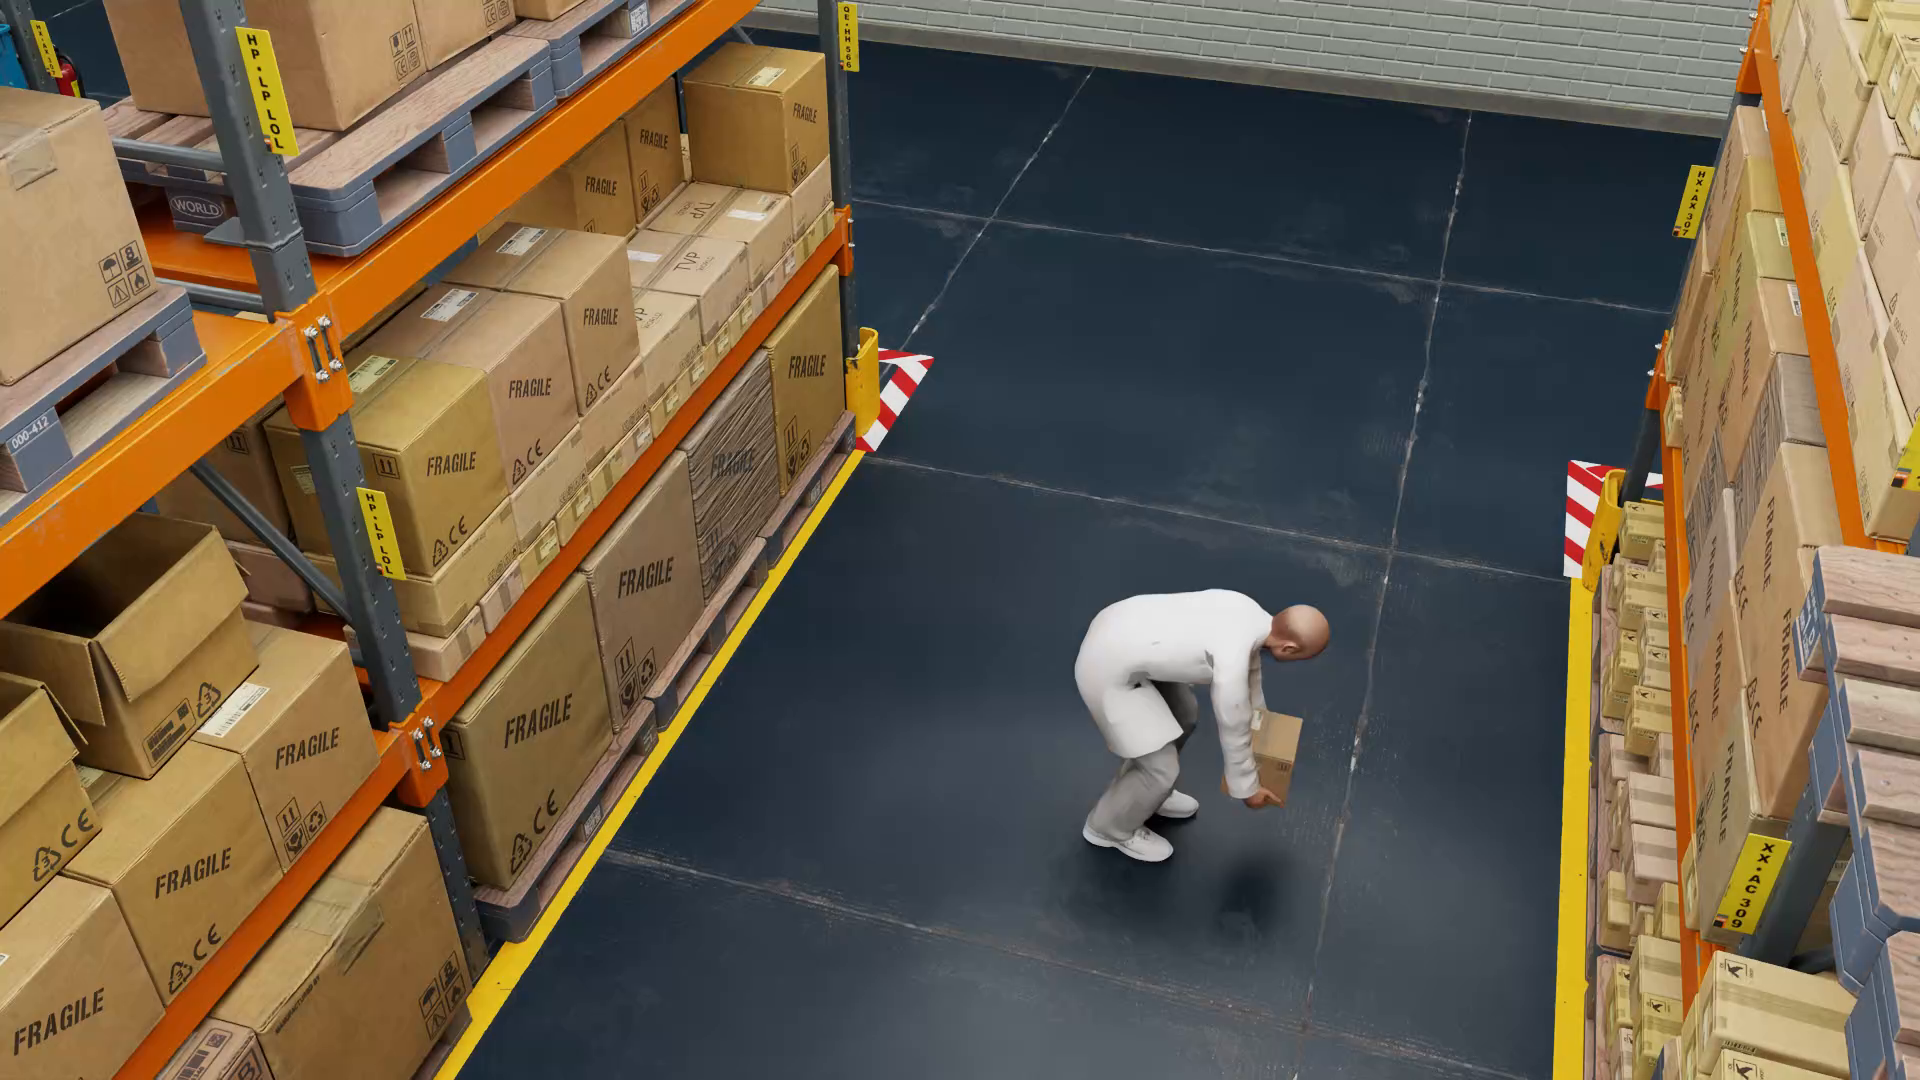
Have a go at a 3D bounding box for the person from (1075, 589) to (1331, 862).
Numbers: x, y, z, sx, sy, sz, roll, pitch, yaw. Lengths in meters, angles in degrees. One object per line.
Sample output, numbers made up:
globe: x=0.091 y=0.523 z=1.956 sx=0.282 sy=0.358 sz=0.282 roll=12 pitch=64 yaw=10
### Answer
person: x=0.895 y=0.715 z=6.426 sx=0.922 sy=1.200 sz=0.568 roll=9 pitch=38 yaw=12
